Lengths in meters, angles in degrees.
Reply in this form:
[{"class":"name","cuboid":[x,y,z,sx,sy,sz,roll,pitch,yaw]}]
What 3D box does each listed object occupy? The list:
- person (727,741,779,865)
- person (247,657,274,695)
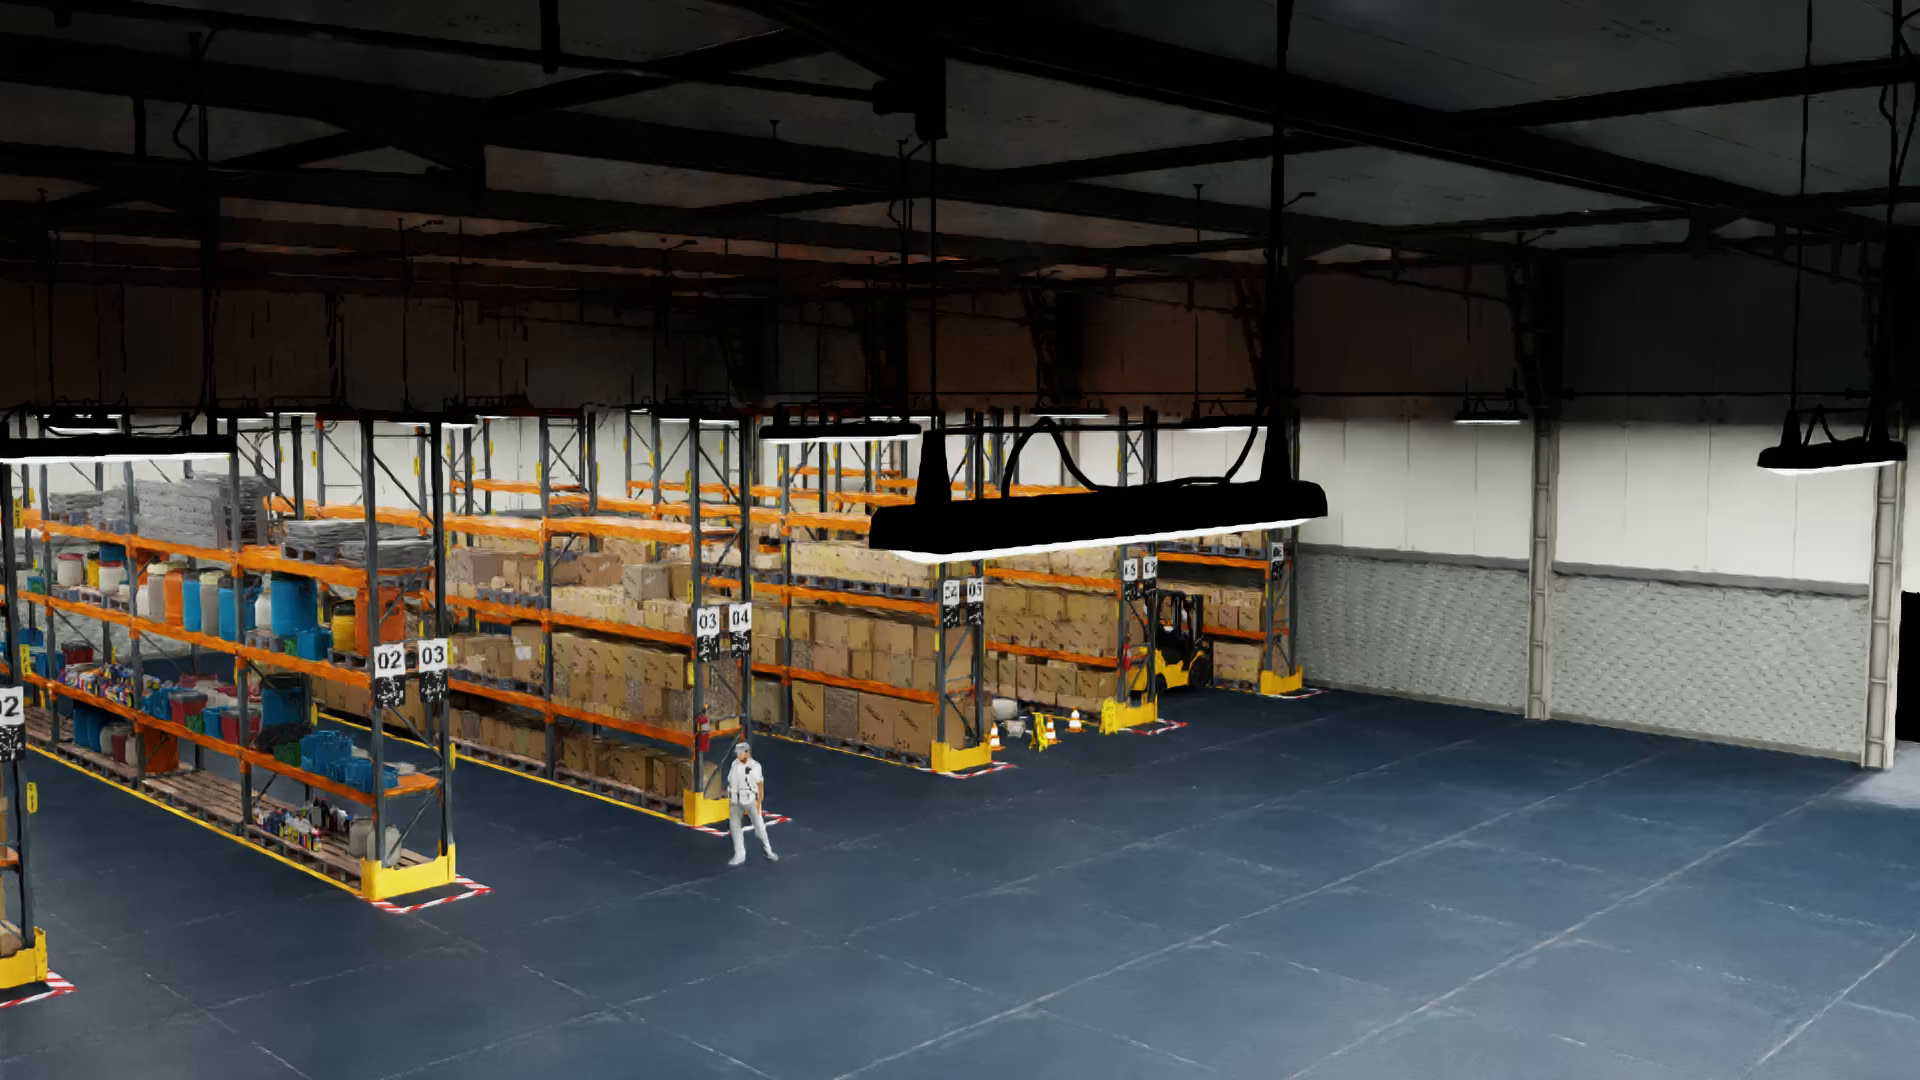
[{"class":"person","cuboid":[-2.810,3.527,22.417,0.689,1.655,0.521,1,5,15]},{"class":"person","cuboid":[-13.516,2.694,32.045,0.503,1.617,0.598,5,7,42]}]
